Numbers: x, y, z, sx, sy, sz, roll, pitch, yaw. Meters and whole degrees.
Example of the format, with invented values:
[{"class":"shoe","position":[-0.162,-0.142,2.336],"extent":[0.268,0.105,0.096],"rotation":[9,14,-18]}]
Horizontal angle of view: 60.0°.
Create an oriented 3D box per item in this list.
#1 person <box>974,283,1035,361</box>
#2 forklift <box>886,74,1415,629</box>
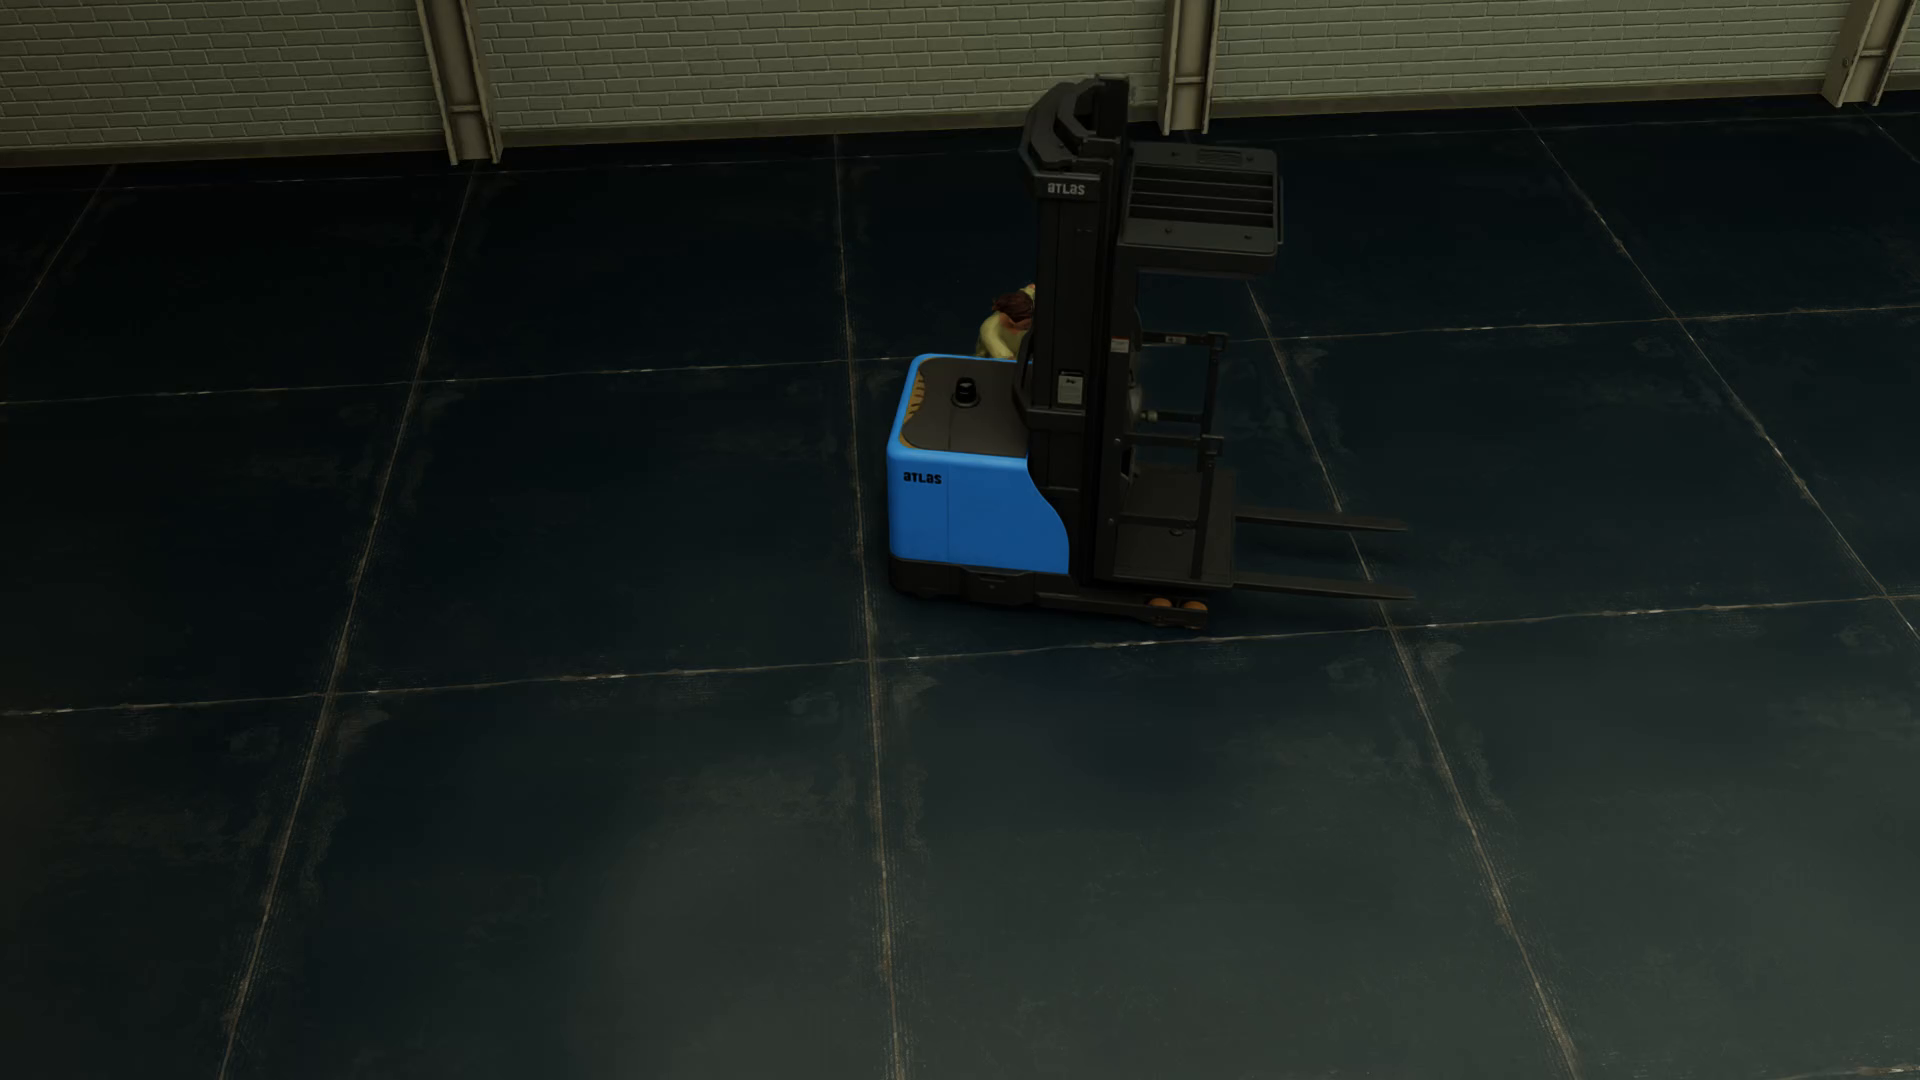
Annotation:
[{"class":"person","position":[0.471,-1.014,10.376],"extent":[1.093,1.382,0.908],"rotation":[-33,50,-32]},{"class":"forklift","position":[1.137,-0.969,9.071],"extent":[3.031,2.935,1.130],"rotation":[5,41,6]}]
